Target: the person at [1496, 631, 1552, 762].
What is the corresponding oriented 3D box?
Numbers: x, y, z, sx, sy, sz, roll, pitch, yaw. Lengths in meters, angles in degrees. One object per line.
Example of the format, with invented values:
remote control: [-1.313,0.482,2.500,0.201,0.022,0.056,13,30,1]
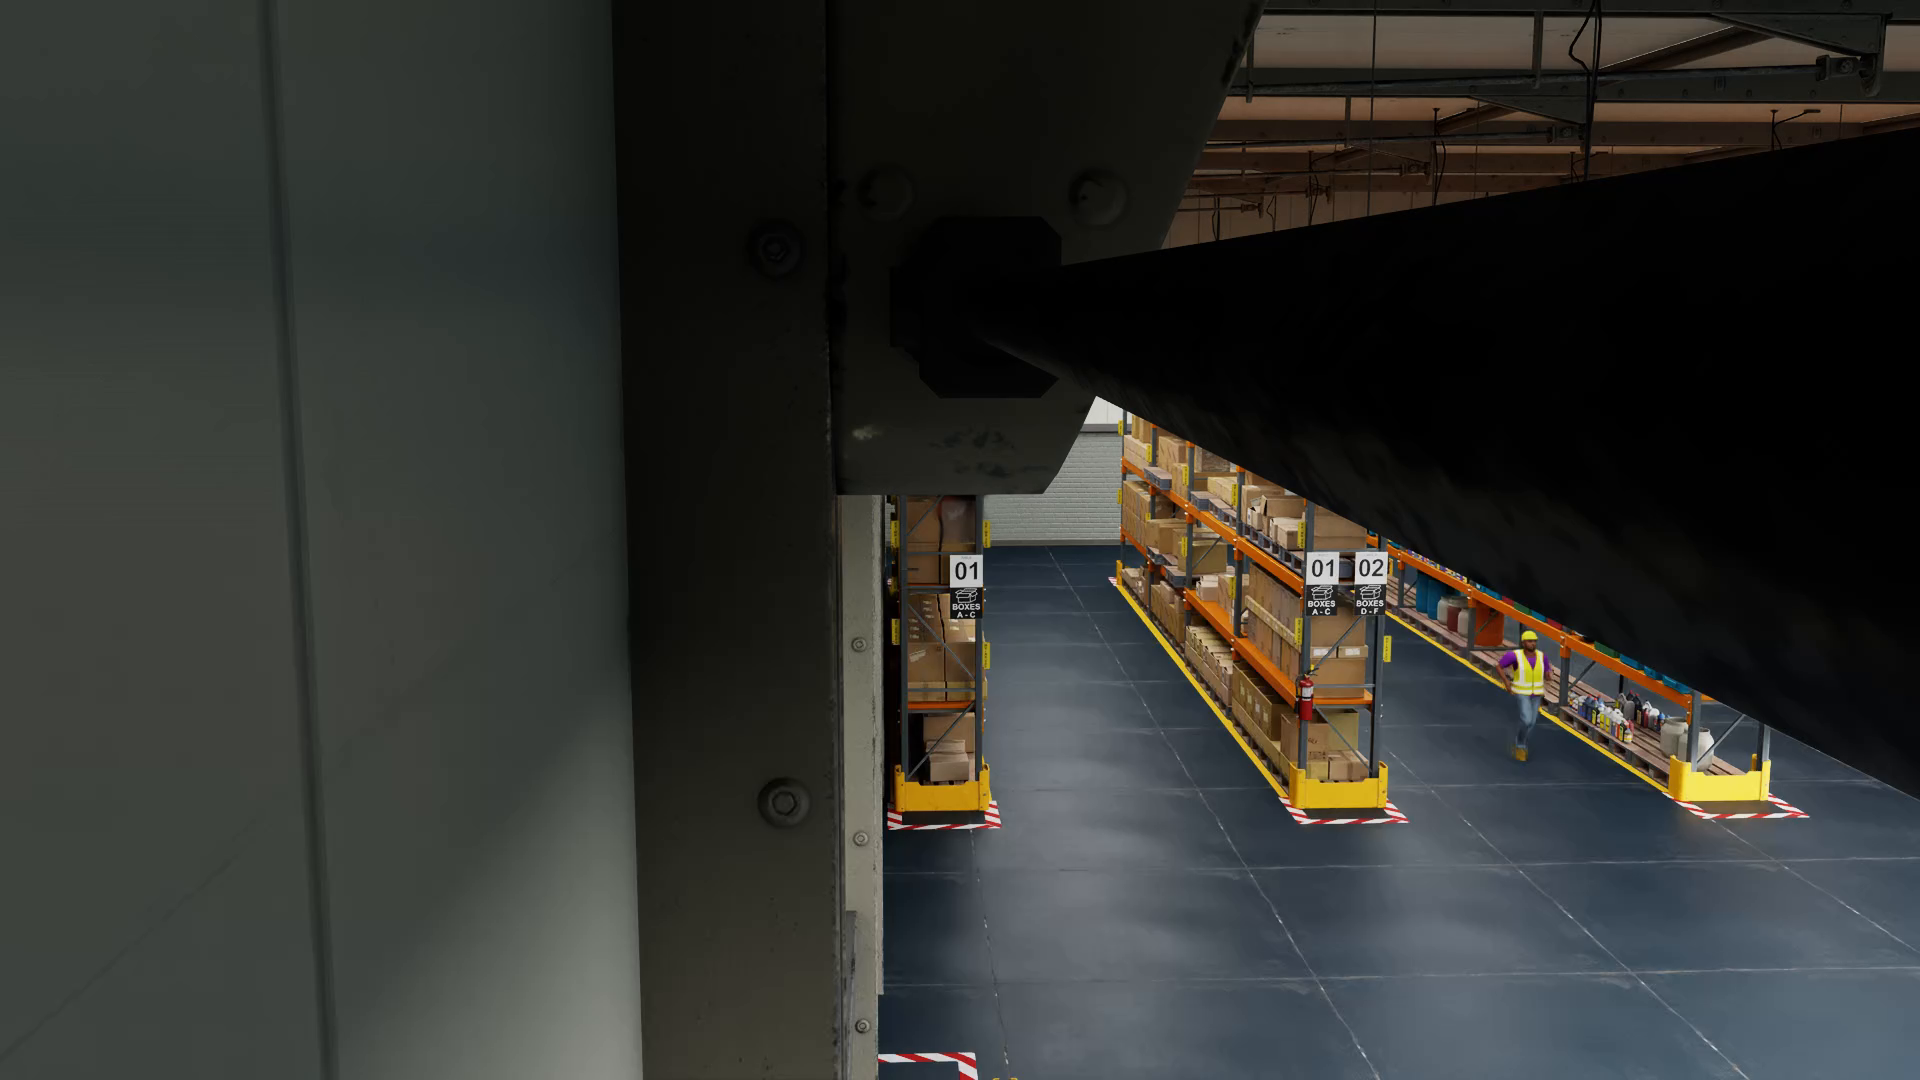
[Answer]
person: [7.750,2.135,22.692,0.675,1.805,0.689,-1,9,-9]
